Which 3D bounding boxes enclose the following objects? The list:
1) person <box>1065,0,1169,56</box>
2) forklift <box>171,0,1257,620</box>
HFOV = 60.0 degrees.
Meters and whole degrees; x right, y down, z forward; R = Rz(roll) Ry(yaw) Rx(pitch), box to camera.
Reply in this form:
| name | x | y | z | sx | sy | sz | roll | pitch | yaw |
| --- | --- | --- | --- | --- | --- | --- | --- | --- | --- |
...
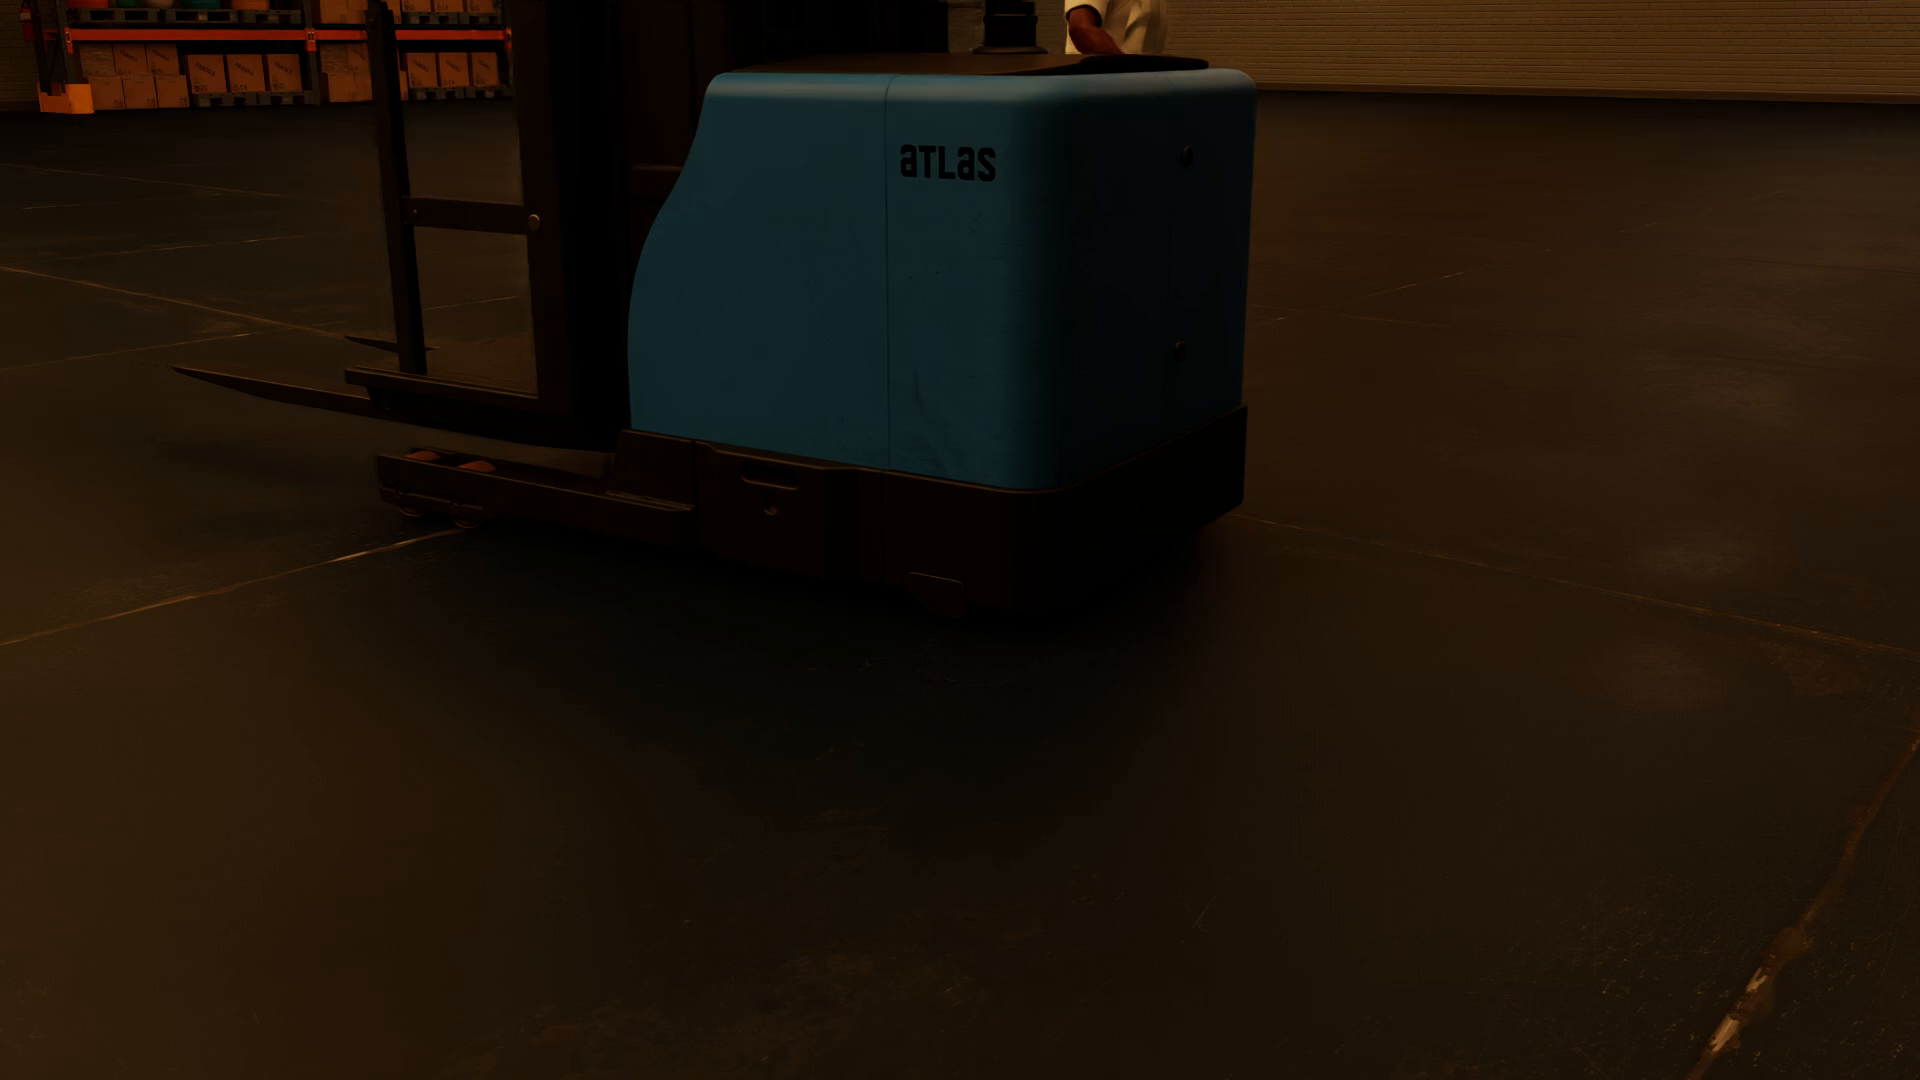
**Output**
| name | x | y | z | sx | sy | sz | roll | pitch | yaw |
| --- | --- | --- | --- | --- | --- | --- | --- | --- | --- |
| person | 0.624 | -1.483 | 5.892 | 0.516 | 1.718 | 0.791 | 3 | 17 | 10 |
| forklift | -0.841 | -1.545 | 3.987 | 3.031 | 2.935 | 1.130 | 10 | 20 | 30 |
